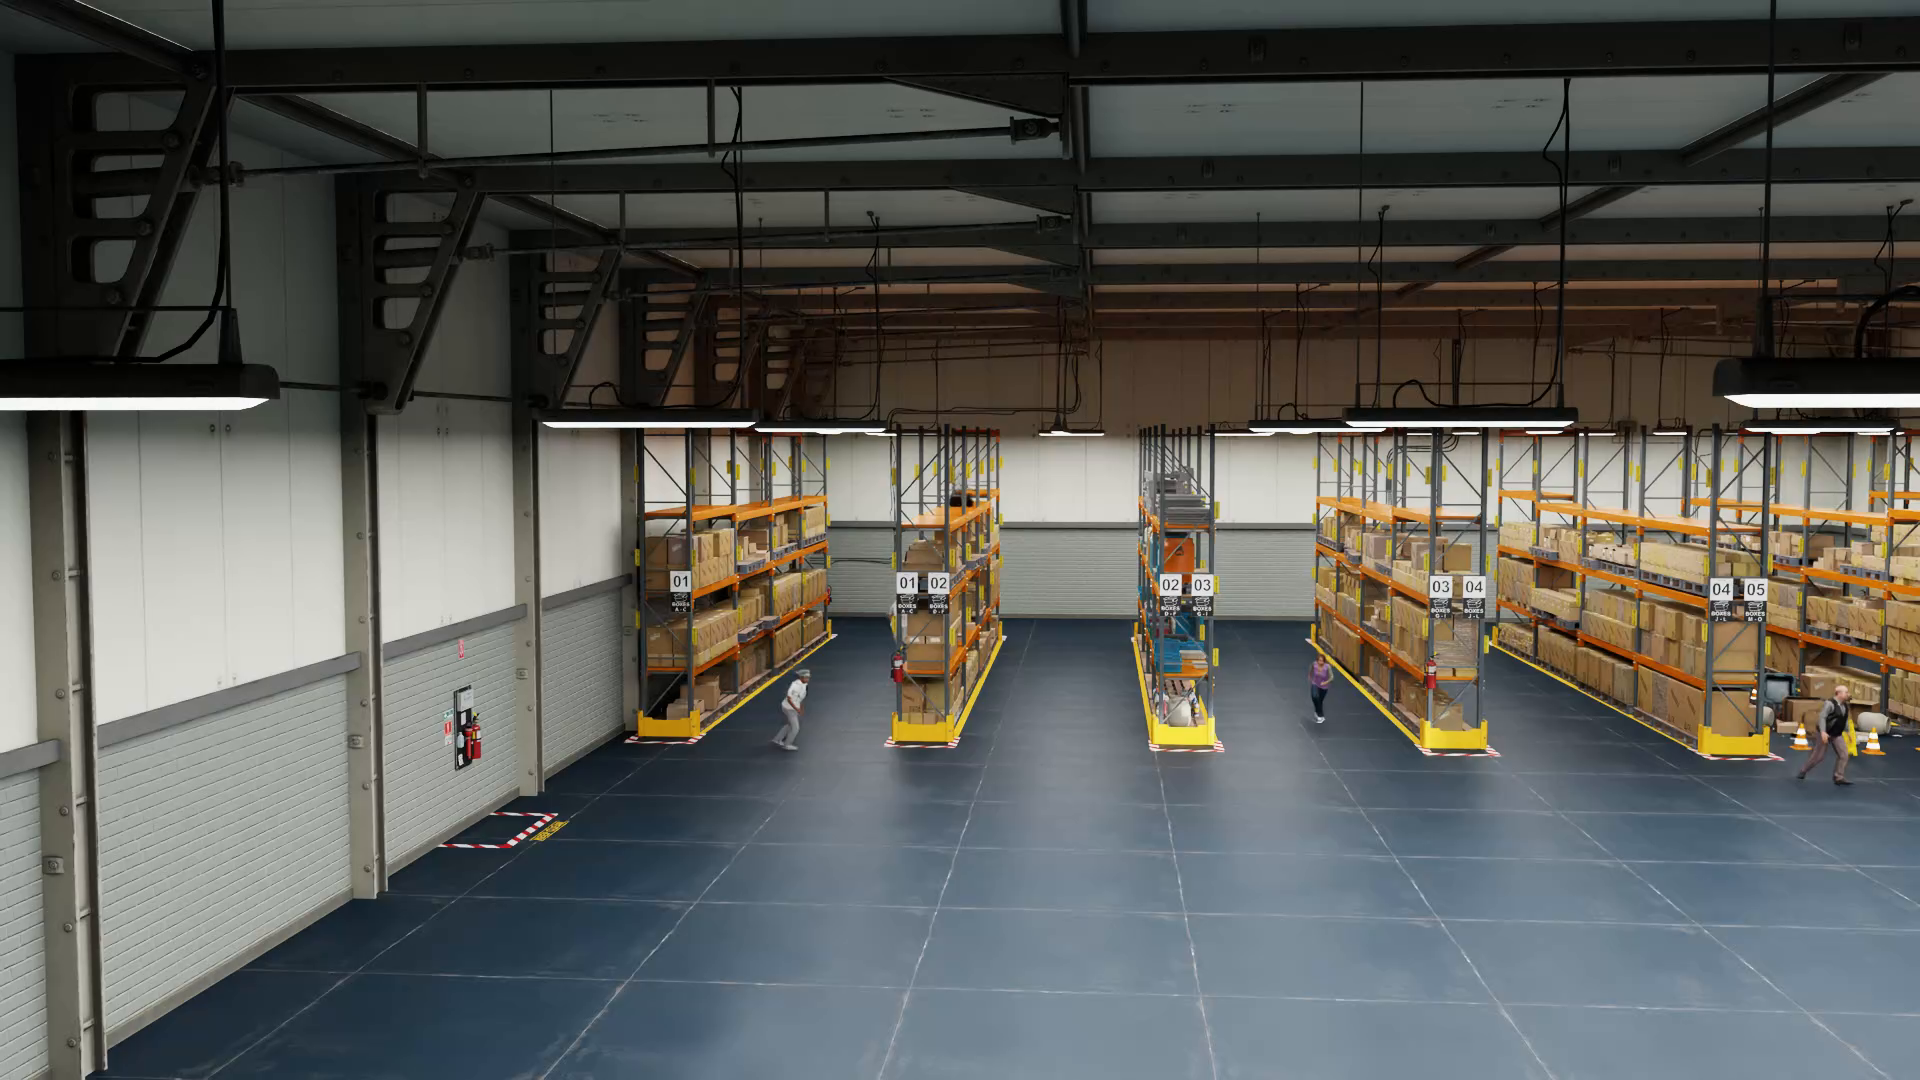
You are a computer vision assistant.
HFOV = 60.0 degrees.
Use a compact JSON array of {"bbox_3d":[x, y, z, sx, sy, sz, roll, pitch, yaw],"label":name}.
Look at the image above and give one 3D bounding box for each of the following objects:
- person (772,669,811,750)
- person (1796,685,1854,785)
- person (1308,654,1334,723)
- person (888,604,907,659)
[{"bbox_3d":[-3.106,3.106,30.590,0.846,1.517,0.593,1,4,15],"label":"person"},{"bbox_3d":[14.407,3.221,27.628,0.716,1.667,0.856,-2,4,-26],"label":"person"},{"bbox_3d":[7.265,2.947,33.508,0.502,1.401,1.021,1,4,15],"label":"person"},{"bbox_3d":[-1.526,2.241,43.072,0.678,1.724,0.643,0,3,5],"label":"person"}]
